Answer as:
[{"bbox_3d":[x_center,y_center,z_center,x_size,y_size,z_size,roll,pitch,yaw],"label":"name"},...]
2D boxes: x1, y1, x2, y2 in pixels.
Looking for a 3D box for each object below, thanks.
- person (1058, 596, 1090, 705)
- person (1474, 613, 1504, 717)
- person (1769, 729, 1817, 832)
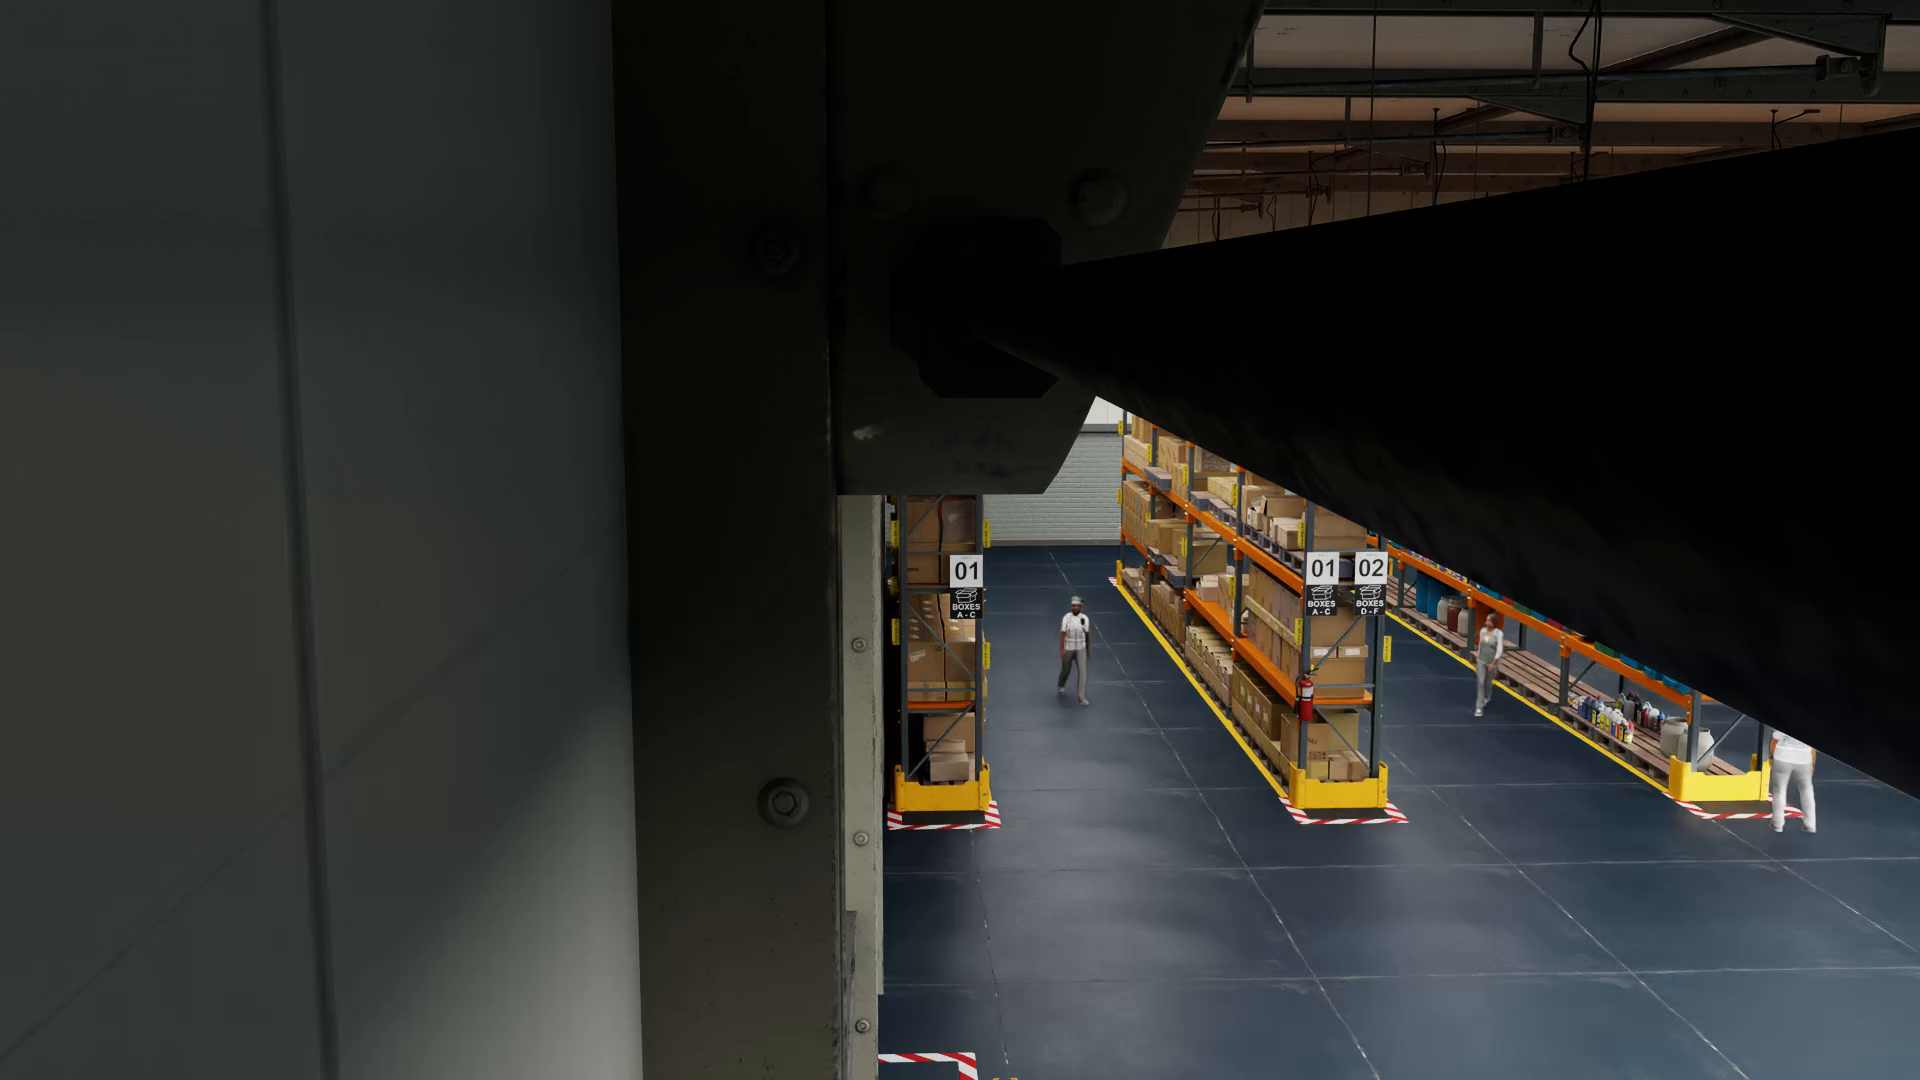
[{"bbox_3d":[1.796,1.698,26.002,0.534,1.644,0.964,-1,9,-9],"label":"person"},{"bbox_3d":[8.018,1.856,25.154,0.406,1.542,0.889,5,10,29],"label":"person"},{"bbox_3d":[9.853,2.654,19.636,0.545,1.710,0.408,3,9,18],"label":"person"}]
